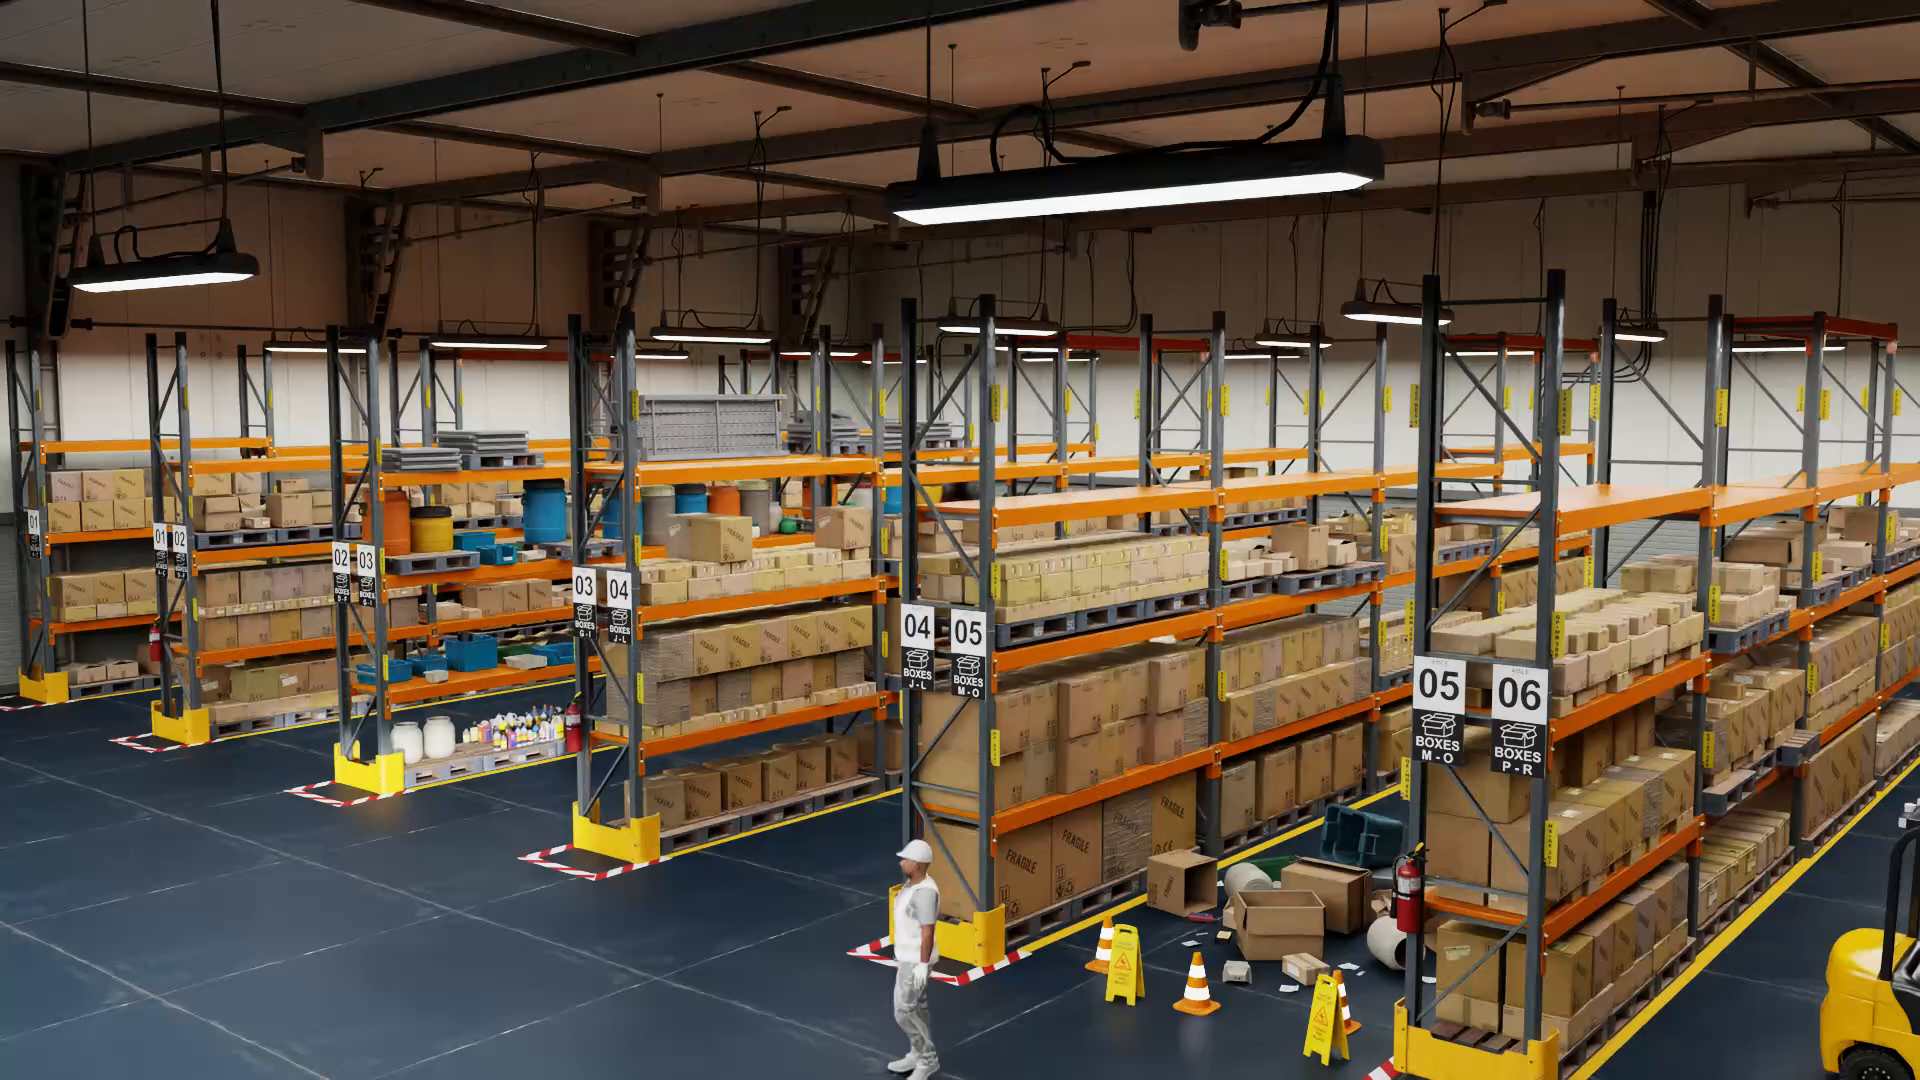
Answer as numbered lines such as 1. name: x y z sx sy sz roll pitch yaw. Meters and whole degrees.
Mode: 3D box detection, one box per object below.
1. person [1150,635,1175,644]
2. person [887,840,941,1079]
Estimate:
1. person: 2.873 1.978 24.097 0.390 1.776 0.653 5 7 44
2. person: -0.352 3.146 12.499 0.385 1.795 0.611 -1 5 -6
